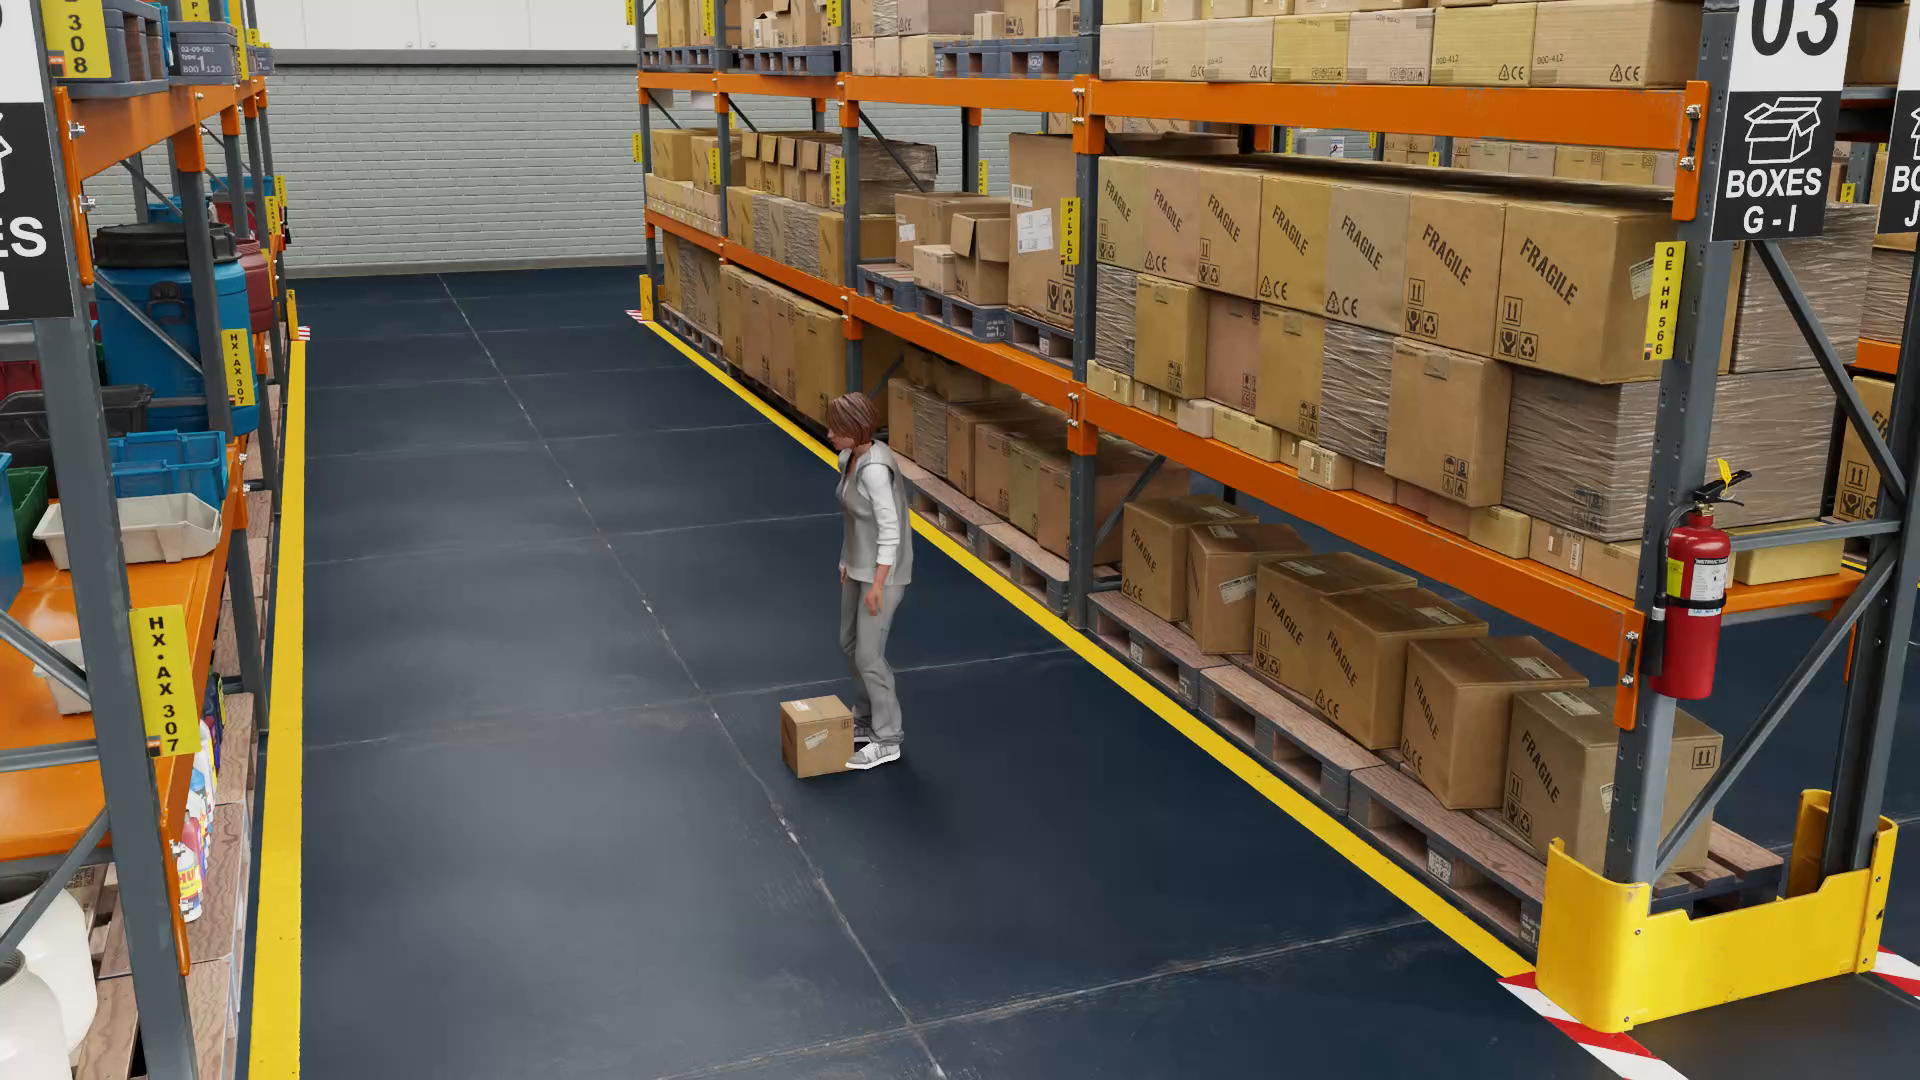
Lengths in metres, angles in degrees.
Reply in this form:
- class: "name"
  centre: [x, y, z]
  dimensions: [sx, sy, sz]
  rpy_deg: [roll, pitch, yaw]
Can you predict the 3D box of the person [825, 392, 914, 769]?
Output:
- class: "person"
  centre: [-3.696, -4.351, 14.792]
  dimensions: [24.933, 6.000, 19.161]
  rpy_deg: [-6, 17, -20]
